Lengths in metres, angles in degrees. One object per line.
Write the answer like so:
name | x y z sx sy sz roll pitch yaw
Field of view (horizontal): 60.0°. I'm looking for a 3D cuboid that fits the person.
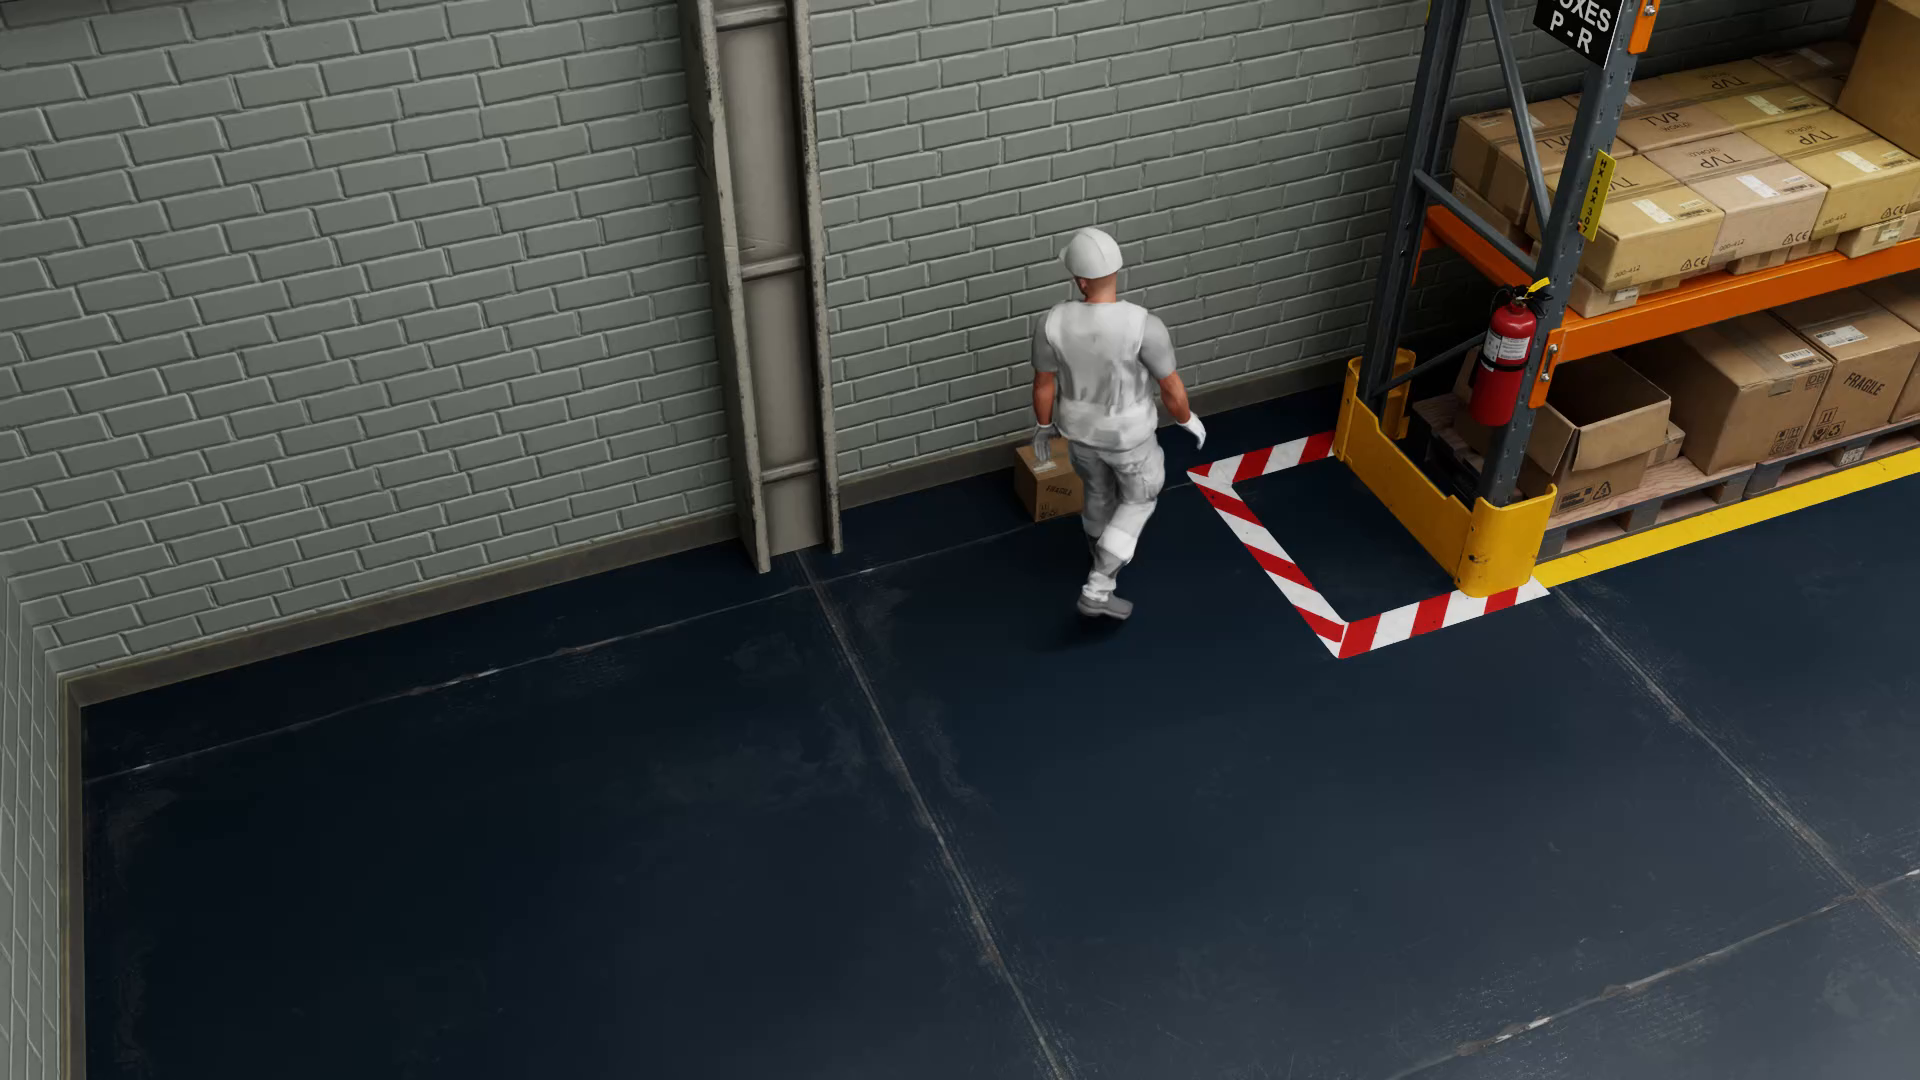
person | 0.632 -0.426 6.671 0.666 1.732 0.741 15 43 16
